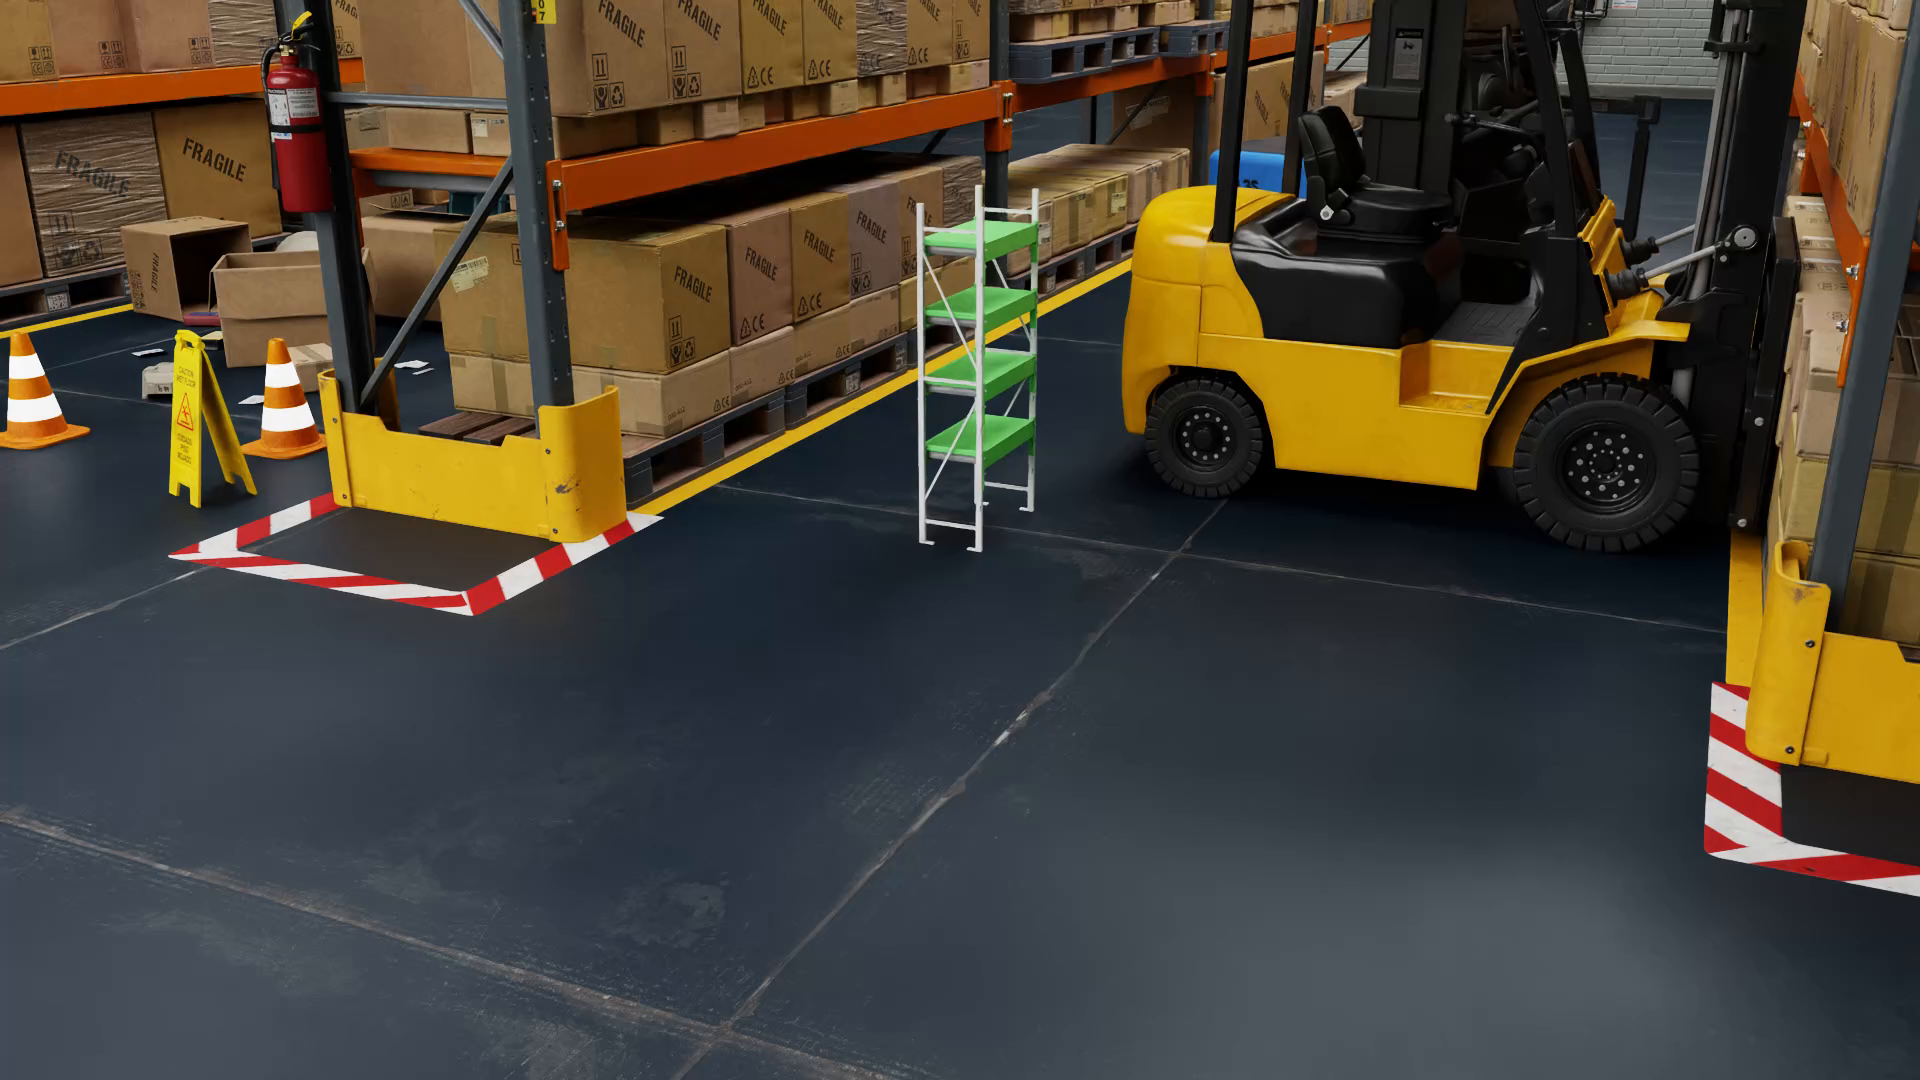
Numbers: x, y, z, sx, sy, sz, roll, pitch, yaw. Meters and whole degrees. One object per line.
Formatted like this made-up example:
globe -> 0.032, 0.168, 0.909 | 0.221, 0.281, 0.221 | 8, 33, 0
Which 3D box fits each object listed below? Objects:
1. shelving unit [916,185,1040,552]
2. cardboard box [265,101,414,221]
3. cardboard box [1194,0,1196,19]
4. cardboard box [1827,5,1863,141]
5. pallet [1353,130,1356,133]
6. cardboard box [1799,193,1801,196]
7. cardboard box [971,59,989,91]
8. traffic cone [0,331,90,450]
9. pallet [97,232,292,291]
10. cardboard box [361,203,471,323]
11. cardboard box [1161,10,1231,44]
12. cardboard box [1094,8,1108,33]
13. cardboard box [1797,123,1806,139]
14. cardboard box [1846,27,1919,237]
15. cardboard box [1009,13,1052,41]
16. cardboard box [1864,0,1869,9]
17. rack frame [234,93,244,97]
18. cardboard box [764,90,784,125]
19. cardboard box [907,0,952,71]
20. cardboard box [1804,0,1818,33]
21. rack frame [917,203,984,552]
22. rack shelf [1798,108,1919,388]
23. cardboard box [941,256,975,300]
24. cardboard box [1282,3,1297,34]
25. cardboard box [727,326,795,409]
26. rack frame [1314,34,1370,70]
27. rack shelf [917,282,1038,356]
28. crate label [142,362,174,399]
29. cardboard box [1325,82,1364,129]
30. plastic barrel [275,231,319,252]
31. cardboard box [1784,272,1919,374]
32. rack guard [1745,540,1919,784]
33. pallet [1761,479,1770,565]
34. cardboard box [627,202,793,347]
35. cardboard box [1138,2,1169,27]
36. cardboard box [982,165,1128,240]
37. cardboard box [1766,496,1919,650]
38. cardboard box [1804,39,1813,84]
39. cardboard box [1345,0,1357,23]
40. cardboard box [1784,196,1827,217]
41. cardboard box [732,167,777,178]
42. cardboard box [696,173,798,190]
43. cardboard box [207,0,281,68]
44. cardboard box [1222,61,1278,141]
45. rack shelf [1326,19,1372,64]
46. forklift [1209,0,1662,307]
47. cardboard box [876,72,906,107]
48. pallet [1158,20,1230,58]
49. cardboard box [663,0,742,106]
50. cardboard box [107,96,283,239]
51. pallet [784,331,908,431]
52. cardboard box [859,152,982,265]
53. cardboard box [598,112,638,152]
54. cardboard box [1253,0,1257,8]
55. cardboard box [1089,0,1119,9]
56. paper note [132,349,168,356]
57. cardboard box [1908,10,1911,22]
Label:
shelving unit -> 0.068, -0.616, 5.910 | 0.258, 1.200, 0.503 | 9, 21, 23
cardboard box -> -4.598, -2.715, 11.856 | 1.050, 0.750, 0.750 | 8, 21, 22
cardboard box -> 1.505, -3.896, 12.196 | 0.380, 0.149, 0.250 | 9, 22, 25
cardboard box -> 3.492, -1.677, 6.059 | 0.500, 0.500, 0.500 | 8, 21, 22
pallet -> 3.446, -4.080, 17.126 | 1.003, 0.211, 1.213 | 9, 21, 23
cardboard box -> 4.845, -1.523, 8.691 | 0.875, 0.625, 0.625 | 8, 21, 22
cardboard box -> -0.067, -2.468, 8.807 | 0.380, 0.149, 0.250 | 8, 21, 22
traffic cone -> -4.004, -0.665, 7.149 | 0.336, 0.463, 0.334 | 9, 21, 23
pallet -> -5.153, -1.839, 10.825 | 1.003, 0.211, 1.213 | 9, 21, 23
cardboard box -> -3.066, -1.563, 9.409 | 0.797, 0.637, 0.503 | 9, 21, 23
cardboard box -> 1.855, -3.994, 12.946 | 0.500, 0.250, 0.500 | 8, 21, 22
cardboard box -> 0.704, -3.252, 10.385 | 0.380, 0.149, 0.250 | 9, 21, 23
cardboard box -> 5.926, -2.781, 11.447 | 0.380, 0.149, 0.250 | 7, 21, 20
cardboard box -> 2.641, -1.057, 4.316 | 0.500, 0.500, 0.500 | 8, 21, 21
cardboard box -> 0.301, -2.932, 9.483 | 0.380, 0.149, 0.250 | 9, 21, 23
cardboard box -> 3.295, -1.868, 5.627 | 0.380, 0.149, 0.250 | 8, 21, 22
rack frame -> -7.616, -5.309, 16.420 | 1.000, 3.000, 0.127 | 9, 21, 23
cardboard box -> -0.976, -1.854, 7.080 | 0.380, 0.149, 0.250 | 9, 22, 25
cardboard box -> -0.373, -2.585, 8.169 | 0.500, 0.500, 0.500 | 9, 22, 25
cardboard box -> 5.113, -3.022, 9.466 | 0.500, 0.250, 0.500 | 8, 21, 21
rack frame -> -0.032, -0.541, 5.700 | 0.240, 1.200, 0.015 | 9, 21, 23
rack shelf -> 3.498, -1.096, 5.648 | 1.077, 0.370, 4.000 | 9, 21, 23
cardboard box -> -0.210, -1.411, 8.937 | 0.500, 0.250, 0.500 | 10, 22, 25
cardboard box -> 2.675, -4.622, 14.714 | 0.500, 0.250, 0.500 | 8, 21, 21
cardboard box -> -1.053, -0.770, 7.133 | 0.500, 0.250, 0.500 | 9, 22, 25
rack frame -> 4.701, -6.395, 19.473 | 1.000, 3.000, 0.127 | 9, 21, 23
rack shelf -> 0.068, -0.782, 5.851 | 0.258, 0.148, 0.480 | 9, 21, 23
crate label -> -3.739, -0.761, 7.903 | 0.250, 0.136, 0.298 | -2, 20, -5
cardboard box -> 3.784, -4.614, 17.662 | 0.875, 0.438, 0.875 | 8, 21, 21
plastic barrel -> -3.836, -1.604, 9.846 | 0.421, 0.421, 0.512 | -9, 22, -24
cardboard box -> 2.984, -0.693, 5.426 | 0.500, 0.250, 0.500 | 9, 21, 23
rack guard -> 2.669, 0.361, 4.206 | 1.175, 0.500, 0.348 | 9, 21, 23
pallet -> 3.455, -0.121, 5.994 | 1.003, 0.211, 1.213 | 9, 21, 23
cardboard box -> -1.049, -1.136, 7.043 | 0.500, 0.500, 0.500 | 8, 21, 21
cardboard box -> 1.189, -3.559, 11.248 | 0.380, 0.149, 0.250 | 9, 21, 24
cardboard box -> 0.574, -2.280, 11.198 | 0.950, 0.372, 0.625 | 9, 22, 24
cardboard box -> 2.583, 0.087, 4.724 | 0.500, 0.250, 0.500 | 9, 21, 23
cardboard box -> 4.921, -2.627, 9.102 | 0.500, 0.250, 0.500 | 9, 22, 24
cardboard box -> 3.704, -5.480, 16.752 | 0.500, 0.500, 0.500 | 9, 21, 23
cardboard box -> 3.832, -1.315, 7.175 | 0.500, 0.250, 0.500 | 8, 21, 22
cardboard box -> -1.123, -1.874, 8.152 | 0.380, 0.149, 0.250 | 10, 22, 26
cardboard box -> -1.123, -1.515, 8.111 | 0.500, 0.500, 0.500 | 10, 22, 26
cardboard box -> -4.911, -3.331, 10.635 | 0.875, 0.550, 0.550 | 9, 21, 23
cardboard box -> 2.152, -3.618, 14.209 | 0.875, 0.875, 0.875 | 9, 21, 23
rack shelf -> 3.882, -5.444, 17.875 | 1.077, 0.370, 4.000 | 9, 21, 23
forklift -> 2.665, -2.091, 7.475 | 3.031, 2.935, 1.130 | 16, 25, 38
cardboard box -> -0.480, -2.157, 7.932 | 0.380, 0.149, 0.250 | 8, 21, 22
pallet -> 1.230, -3.626, 11.975 | 1.213, 0.211, 1.003 | 9, 21, 23
cardboard box -> -1.195, -1.956, 6.400 | 0.500, 0.500, 0.500 | 9, 22, 24
cardboard box -> -5.092, -2.389, 10.753 | 0.875, 0.875, 0.875 | 9, 21, 24
pallet -> -0.954, -0.828, 7.982 | 1.003, 0.211, 1.213 | 9, 21, 23
cardboard box -> -0.211, -1.764, 8.811 | 0.500, 0.500, 0.500 | 8, 21, 22
cardboard box -> -1.433, -1.540, 6.197 | 0.380, 0.149, 0.250 | 9, 21, 24
cardboard box -> 2.070, -4.393, 13.322 | 0.500, 0.250, 0.500 | 9, 22, 24
cardboard box -> 0.660, -3.518, 10.164 | 0.500, 0.500, 0.500 | 8, 21, 22
paper note -> -4.235, -0.986, 8.698 | 0.144, 0.017, 0.142 | 18, 26, 41
cardboard box -> 2.565, -1.321, 4.089 | 0.380, 0.149, 0.250 | 9, 21, 23
